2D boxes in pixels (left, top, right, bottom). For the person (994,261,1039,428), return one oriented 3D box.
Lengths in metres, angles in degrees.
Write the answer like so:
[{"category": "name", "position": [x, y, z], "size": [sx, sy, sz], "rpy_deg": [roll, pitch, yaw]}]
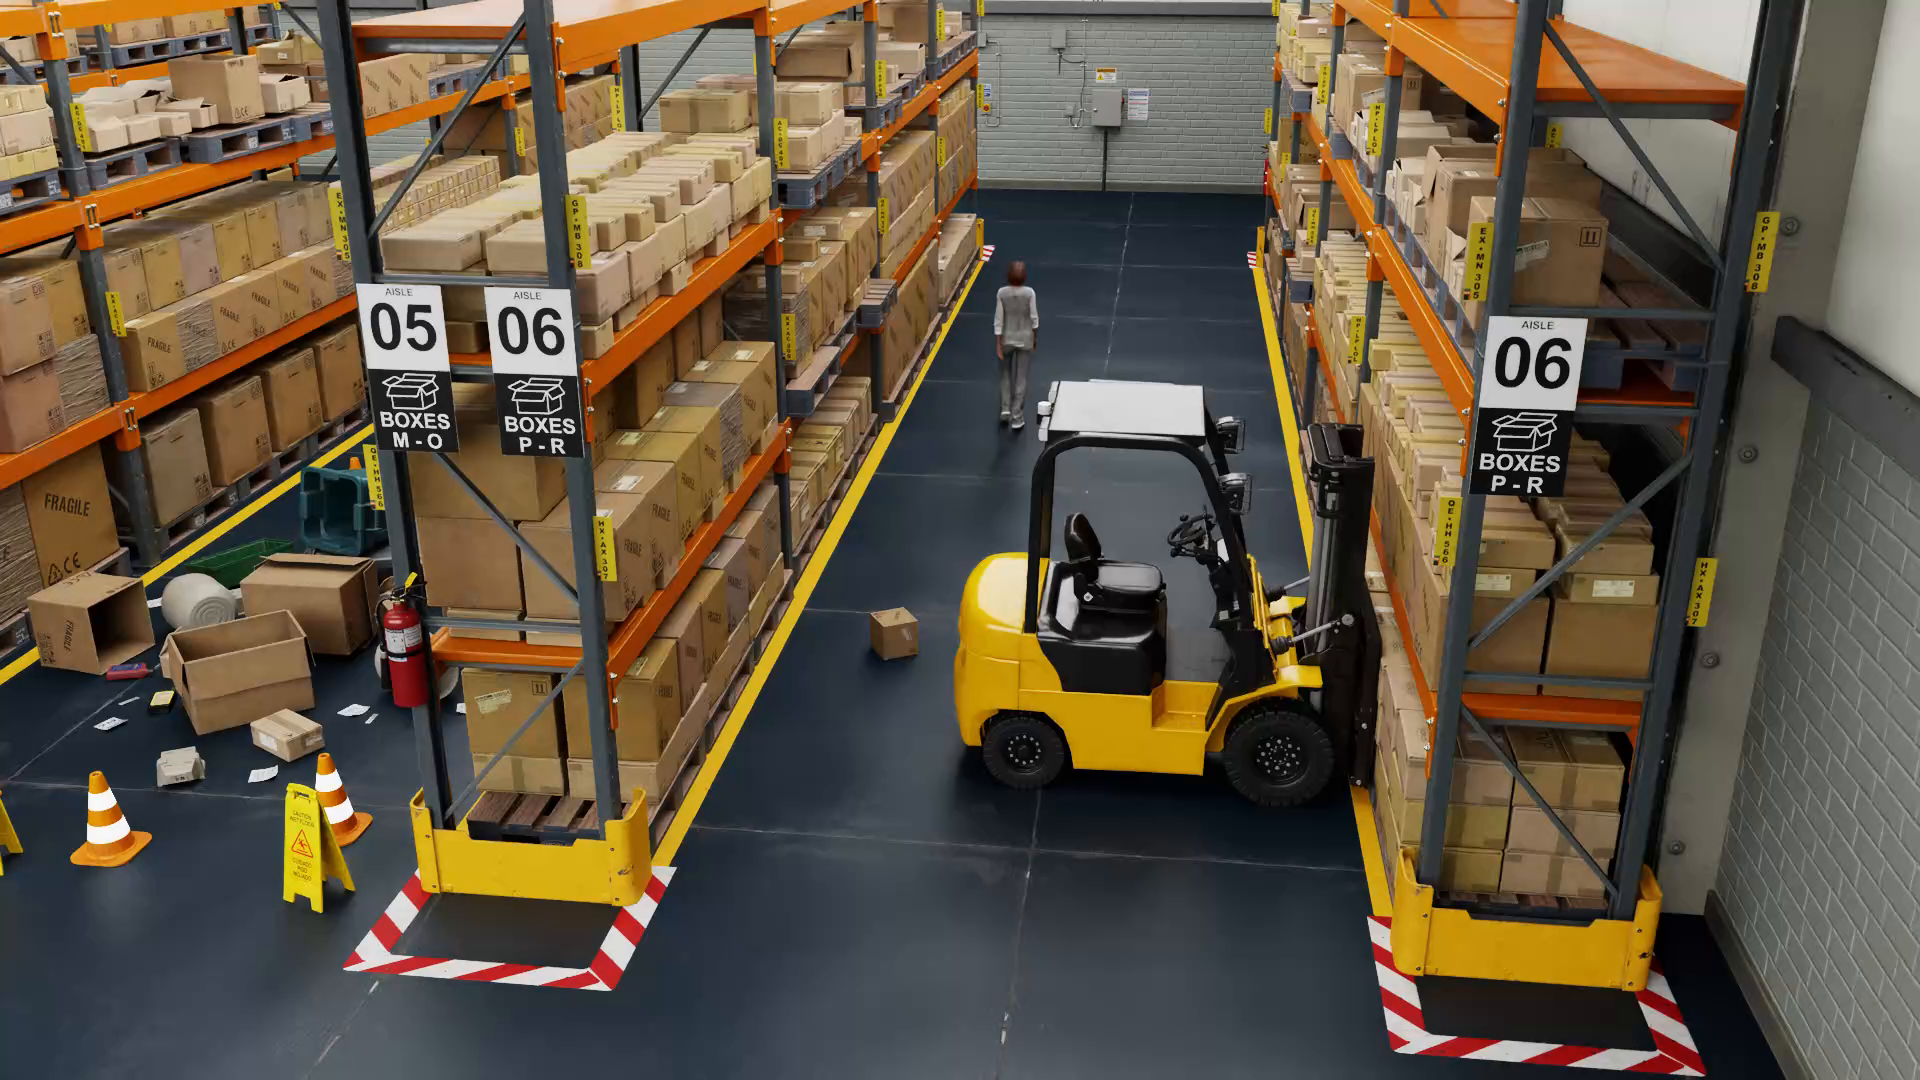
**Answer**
[{"category": "person", "position": [0.536, -1.842, 15.826], "size": [0.414, 1.634, 0.578], "rpy_deg": [2, 22, 6]}]
